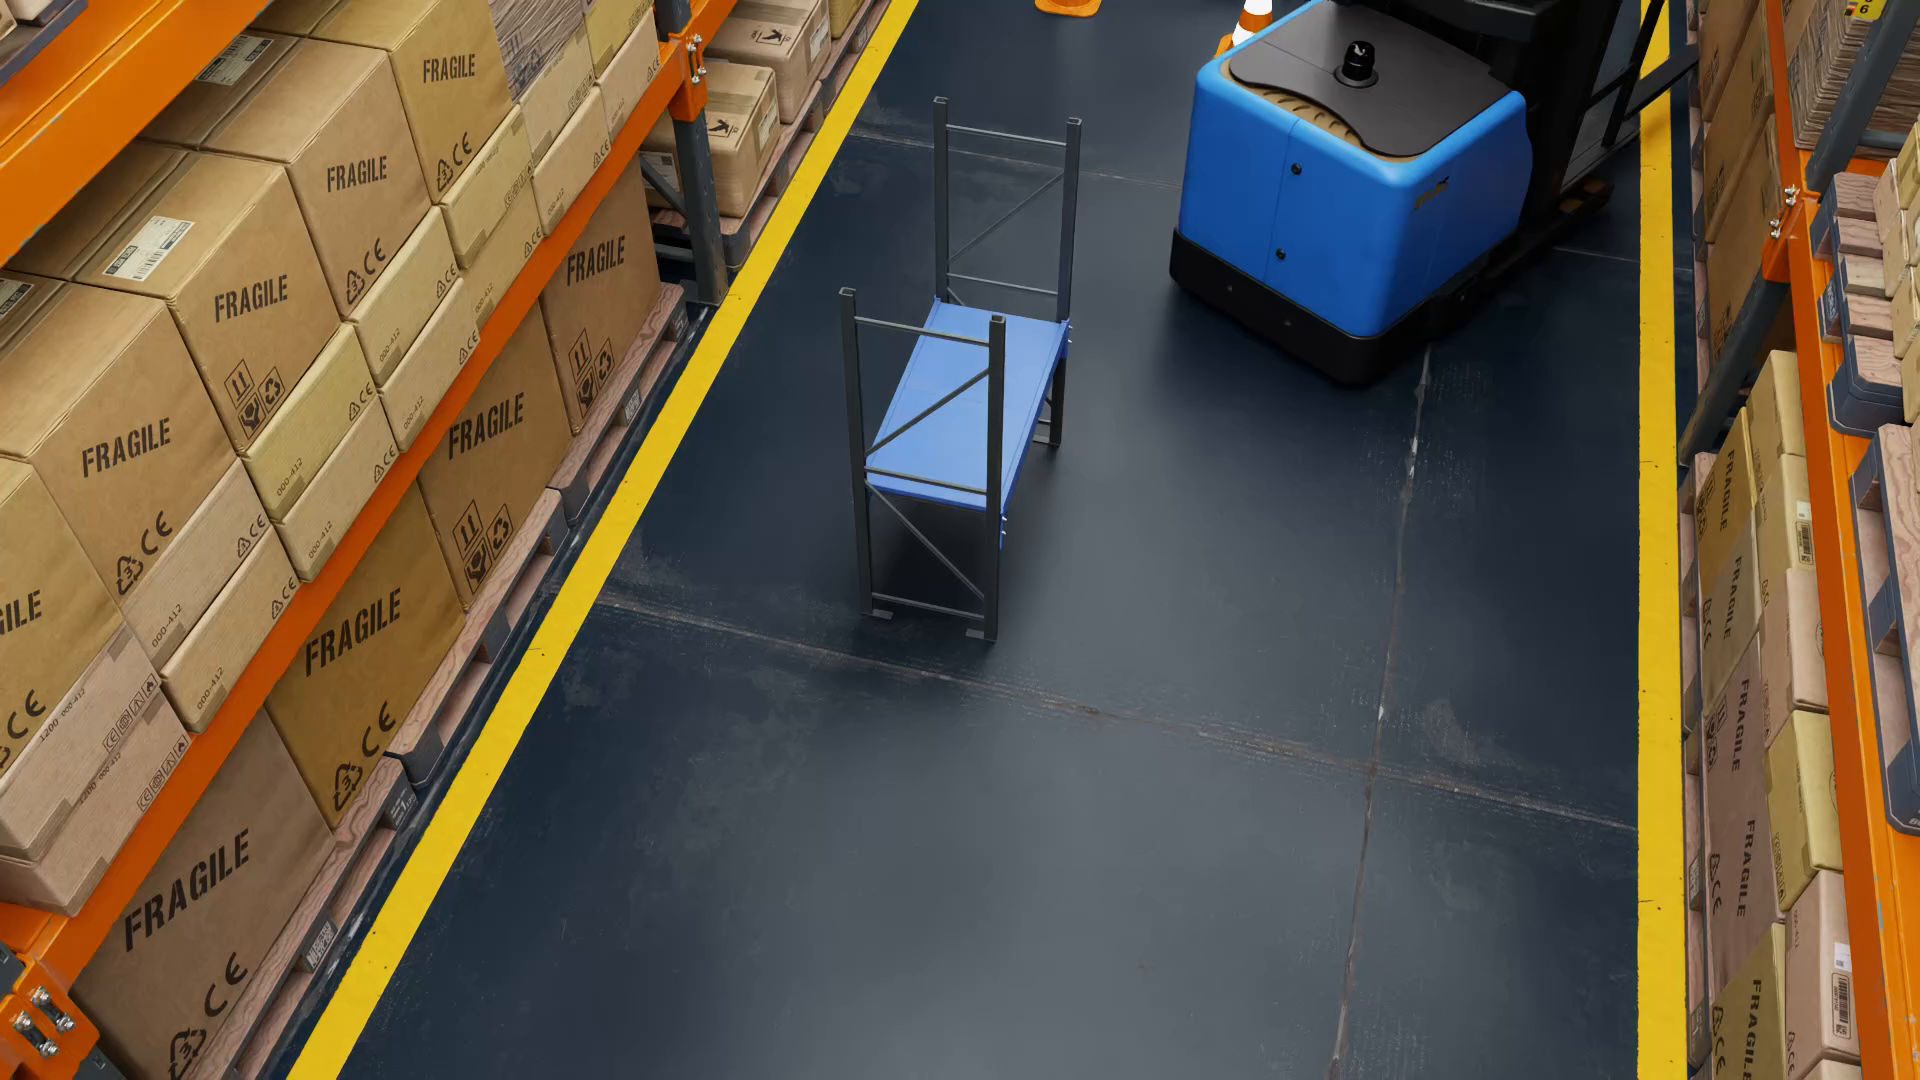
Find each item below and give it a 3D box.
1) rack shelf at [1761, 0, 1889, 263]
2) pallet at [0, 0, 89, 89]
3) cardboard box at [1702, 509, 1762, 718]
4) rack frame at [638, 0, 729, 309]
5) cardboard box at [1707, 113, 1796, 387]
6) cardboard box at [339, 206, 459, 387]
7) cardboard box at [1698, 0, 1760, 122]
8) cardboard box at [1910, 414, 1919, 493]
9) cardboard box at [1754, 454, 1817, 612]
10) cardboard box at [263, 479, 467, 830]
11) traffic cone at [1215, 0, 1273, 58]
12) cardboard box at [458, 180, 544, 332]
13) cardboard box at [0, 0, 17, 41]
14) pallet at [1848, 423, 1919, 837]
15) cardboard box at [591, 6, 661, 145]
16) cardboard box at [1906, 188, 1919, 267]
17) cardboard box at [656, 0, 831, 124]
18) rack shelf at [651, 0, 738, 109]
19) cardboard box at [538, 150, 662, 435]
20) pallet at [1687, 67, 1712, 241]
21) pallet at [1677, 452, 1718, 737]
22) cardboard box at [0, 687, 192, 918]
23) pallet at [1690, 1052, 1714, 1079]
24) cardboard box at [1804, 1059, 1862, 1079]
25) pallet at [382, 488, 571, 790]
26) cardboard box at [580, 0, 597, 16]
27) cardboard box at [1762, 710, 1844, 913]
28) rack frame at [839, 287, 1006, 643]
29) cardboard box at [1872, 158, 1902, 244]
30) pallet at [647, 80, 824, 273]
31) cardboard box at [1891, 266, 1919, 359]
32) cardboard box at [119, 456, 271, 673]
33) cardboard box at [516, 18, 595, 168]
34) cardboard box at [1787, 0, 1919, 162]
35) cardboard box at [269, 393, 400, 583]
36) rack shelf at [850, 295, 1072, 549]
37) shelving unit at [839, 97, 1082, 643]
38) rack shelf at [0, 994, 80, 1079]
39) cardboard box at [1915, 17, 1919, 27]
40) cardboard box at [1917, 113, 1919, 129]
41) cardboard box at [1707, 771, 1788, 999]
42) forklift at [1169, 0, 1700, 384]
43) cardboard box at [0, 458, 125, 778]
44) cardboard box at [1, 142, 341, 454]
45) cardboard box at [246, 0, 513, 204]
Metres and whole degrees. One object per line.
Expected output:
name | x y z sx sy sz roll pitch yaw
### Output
rack shelf | 3.831 -2.432 6.875 1.077 0.370 4.000 12 50 10
pallet | -2.357 -0.836 3.114 0.805 0.209 1.217 10 49 9
cardboard box | 2.743 0.291 5.380 0.500 0.500 0.500 12 50 10
rack frame | -1.497 -2.127 6.127 1.000 3.000 0.127 12 50 10
cardboard box | 3.552 -1.040 6.388 1.050 0.750 0.750 11 49 10
cardboard box | -1.763 -0.721 4.652 0.500 0.250 0.500 10 49 9
cardboard box | 4.023 -2.347 7.541 1.050 0.750 0.750 12 50 10
cardboard box | 2.714 -0.217 4.329 0.380 0.149 0.250 13 50 11
cardboard box | 2.756 0.035 5.106 0.500 0.250 0.500 11 49 10
cardboard box | -2.234 0.211 5.200 0.875 0.875 0.875 13 50 11
traffic cone | 1.468 -2.601 8.237 0.336 0.463 0.334 12 50 10
cardboard box | -1.647 -0.927 5.167 0.500 0.250 0.500 11 50 10
cardboard box | -2.039 -0.979 2.766 0.500 0.500 0.500 11 49 9
pallet | 2.823 0.280 4.130 1.003 0.211 1.213 12 50 10
cardboard box | -1.380 -1.660 5.815 0.500 0.250 0.500 10 49 9
cardboard box | 2.914 -0.871 4.707 0.380 0.149 0.250 14 50 12
cardboard box | -1.153 -2.338 7.786 0.950 0.372 0.625 11 49 9
rack shelf | -0.971 -3.336 7.673 1.077 0.370 4.000 12 50 10
cardboard box | -1.759 -1.080 6.339 0.875 0.875 0.875 11 50 10
pallet | 3.908 -1.736 7.641 1.003 0.211 1.213 12 50 10
pallet | 3.098 0.264 5.876 1.003 0.211 1.213 12 50 10
cardboard box | -2.180 0.550 3.864 0.500 0.250 0.500 11 49 9
pallet | 2.455 2.029 4.318 1.003 0.211 1.213 12 50 10
cardboard box | 2.204 1.521 3.794 0.500 0.250 0.500 10 49 9
pallet | -2.101 0.231 5.906 1.003 0.211 1.213 12 50 10
cardboard box | -1.381 -2.065 5.339 0.500 0.500 0.500 10 49 9
cardboard box | 2.478 0.767 4.459 0.500 0.250 0.500 10 49 8
rack frame | -0.111 -0.190 5.418 0.500 1.500 0.032 12 50 10
cardboard box | 2.992 -0.995 5.015 0.380 0.149 0.250 11 49 10
pallet | -1.290 -1.769 7.671 1.003 0.211 1.213 12 50 10
cardboard box | 2.851 -0.606 4.672 0.380 0.149 0.250 14 50 12
cardboard box | -2.052 0.005 4.011 0.500 0.250 0.500 12 50 11
cardboard box | -1.511 -1.471 5.314 0.500 0.250 0.500 10 49 9
cardboard box | 3.164 -1.635 5.626 0.500 0.500 0.500 12 50 10
cardboard box | -1.895 -0.192 4.519 0.500 0.250 0.500 11 50 10
rack shelf | 0.022 -0.439 5.877 0.538 0.185 1.000 12 50 10
shelving unit | 0.022 -0.558 5.742 0.538 1.500 1.048 12 50 10
rack shelf | -3.077 2.451 2.566 1.077 0.370 4.000 12 50 10
cardboard box | 3.432 -1.910 5.201 0.700 0.500 0.500 11 50 10
cardboard box | 2.995 -1.177 4.779 0.380 0.149 0.250 12 50 10
cardboard box | 2.478 1.032 4.726 0.500 0.500 0.500 11 49 9
forklift | 2.308 -2.592 6.583 3.031 2.935 1.130 -36 58 -28
cardboard box | -2.157 0.141 3.391 0.500 0.500 0.500 12 50 10
cardboard box | -1.915 -0.595 4.041 0.500 0.500 0.500 10 49 9
cardboard box | -1.645 -1.335 4.694 0.500 0.500 0.500 12 50 10
